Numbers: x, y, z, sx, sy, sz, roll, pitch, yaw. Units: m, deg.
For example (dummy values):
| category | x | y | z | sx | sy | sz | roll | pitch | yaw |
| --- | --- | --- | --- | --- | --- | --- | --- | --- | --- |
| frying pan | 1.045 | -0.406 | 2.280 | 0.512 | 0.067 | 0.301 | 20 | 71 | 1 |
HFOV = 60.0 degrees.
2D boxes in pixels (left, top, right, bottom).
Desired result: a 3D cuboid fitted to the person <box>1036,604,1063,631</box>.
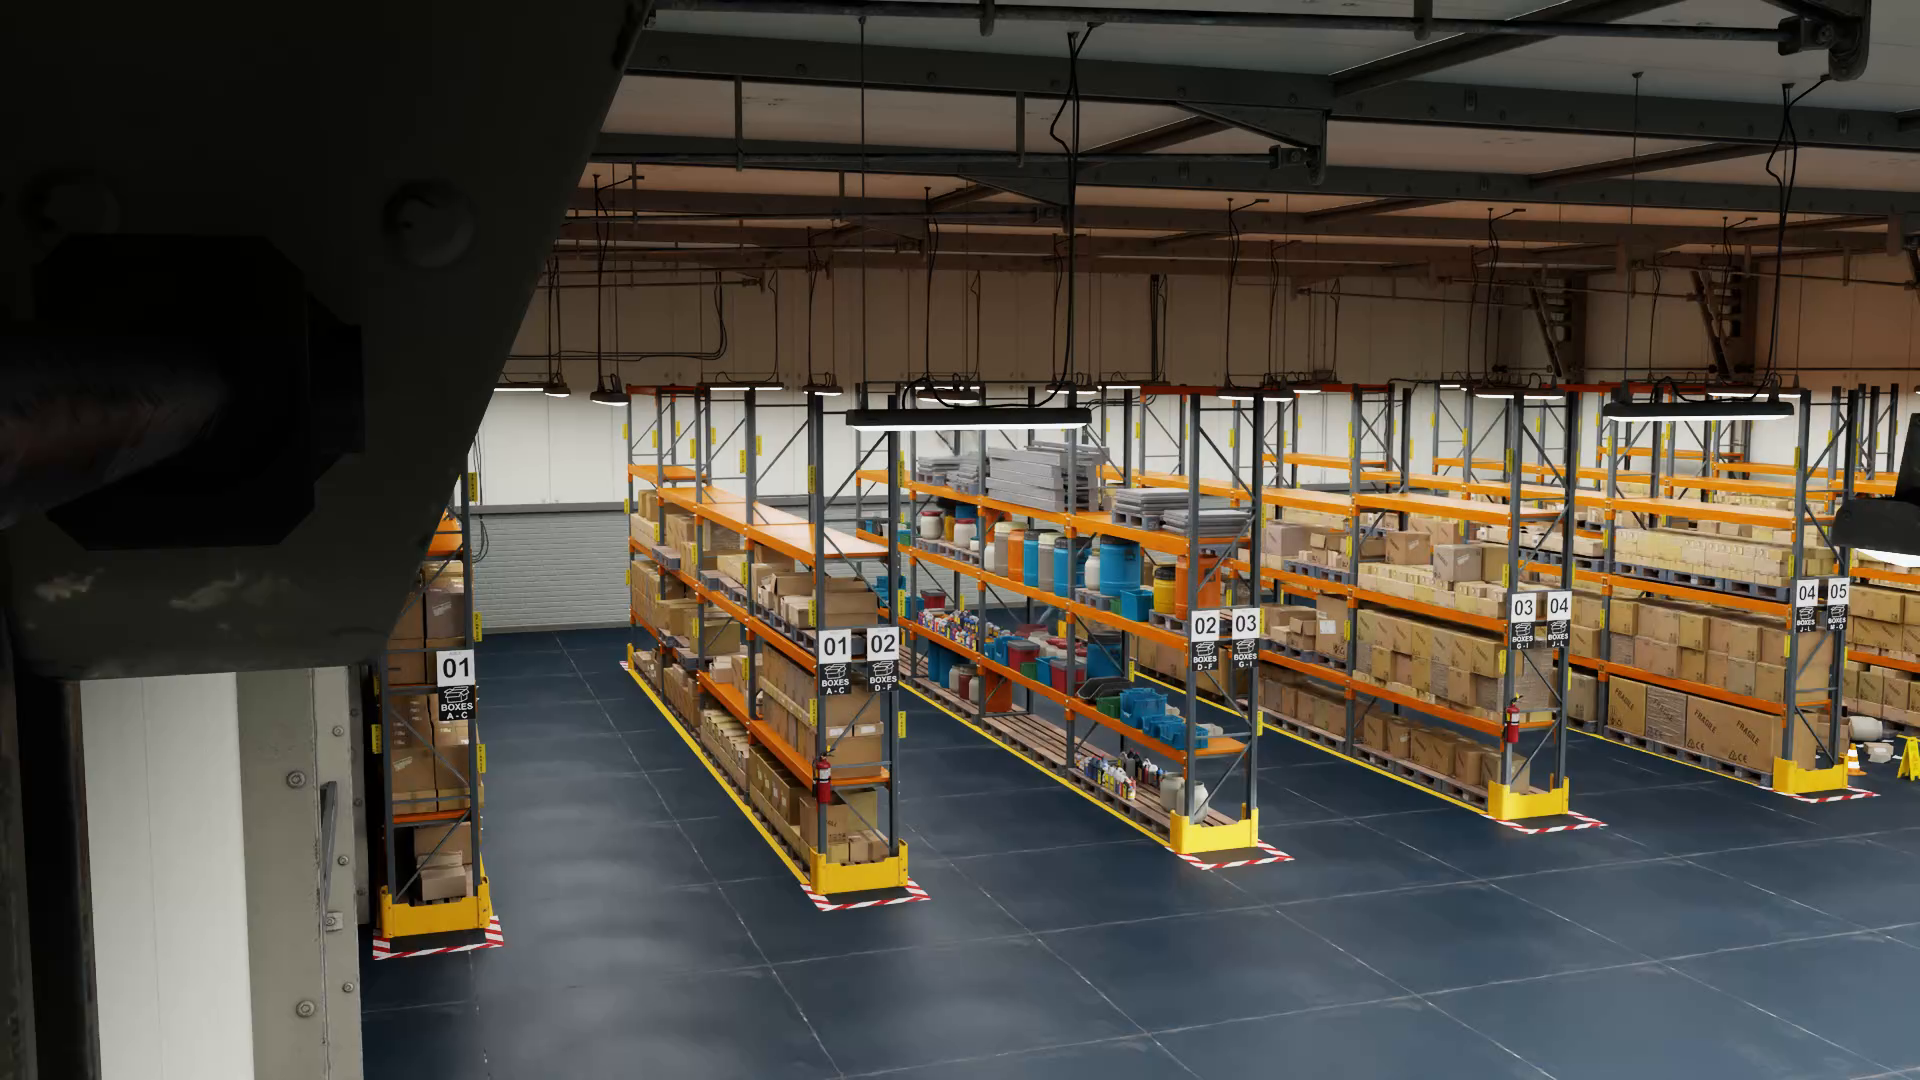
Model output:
| category | x | y | z | sx | sy | sz | roll | pitch | yaw |
| --- | --- | --- | --- | --- | --- | --- | --- | --- | --- |
| person | 2.229 | 1.379 | 39.698 | 0.861 | 1.833 | 0.676 | -1 | 6 | -8 |
